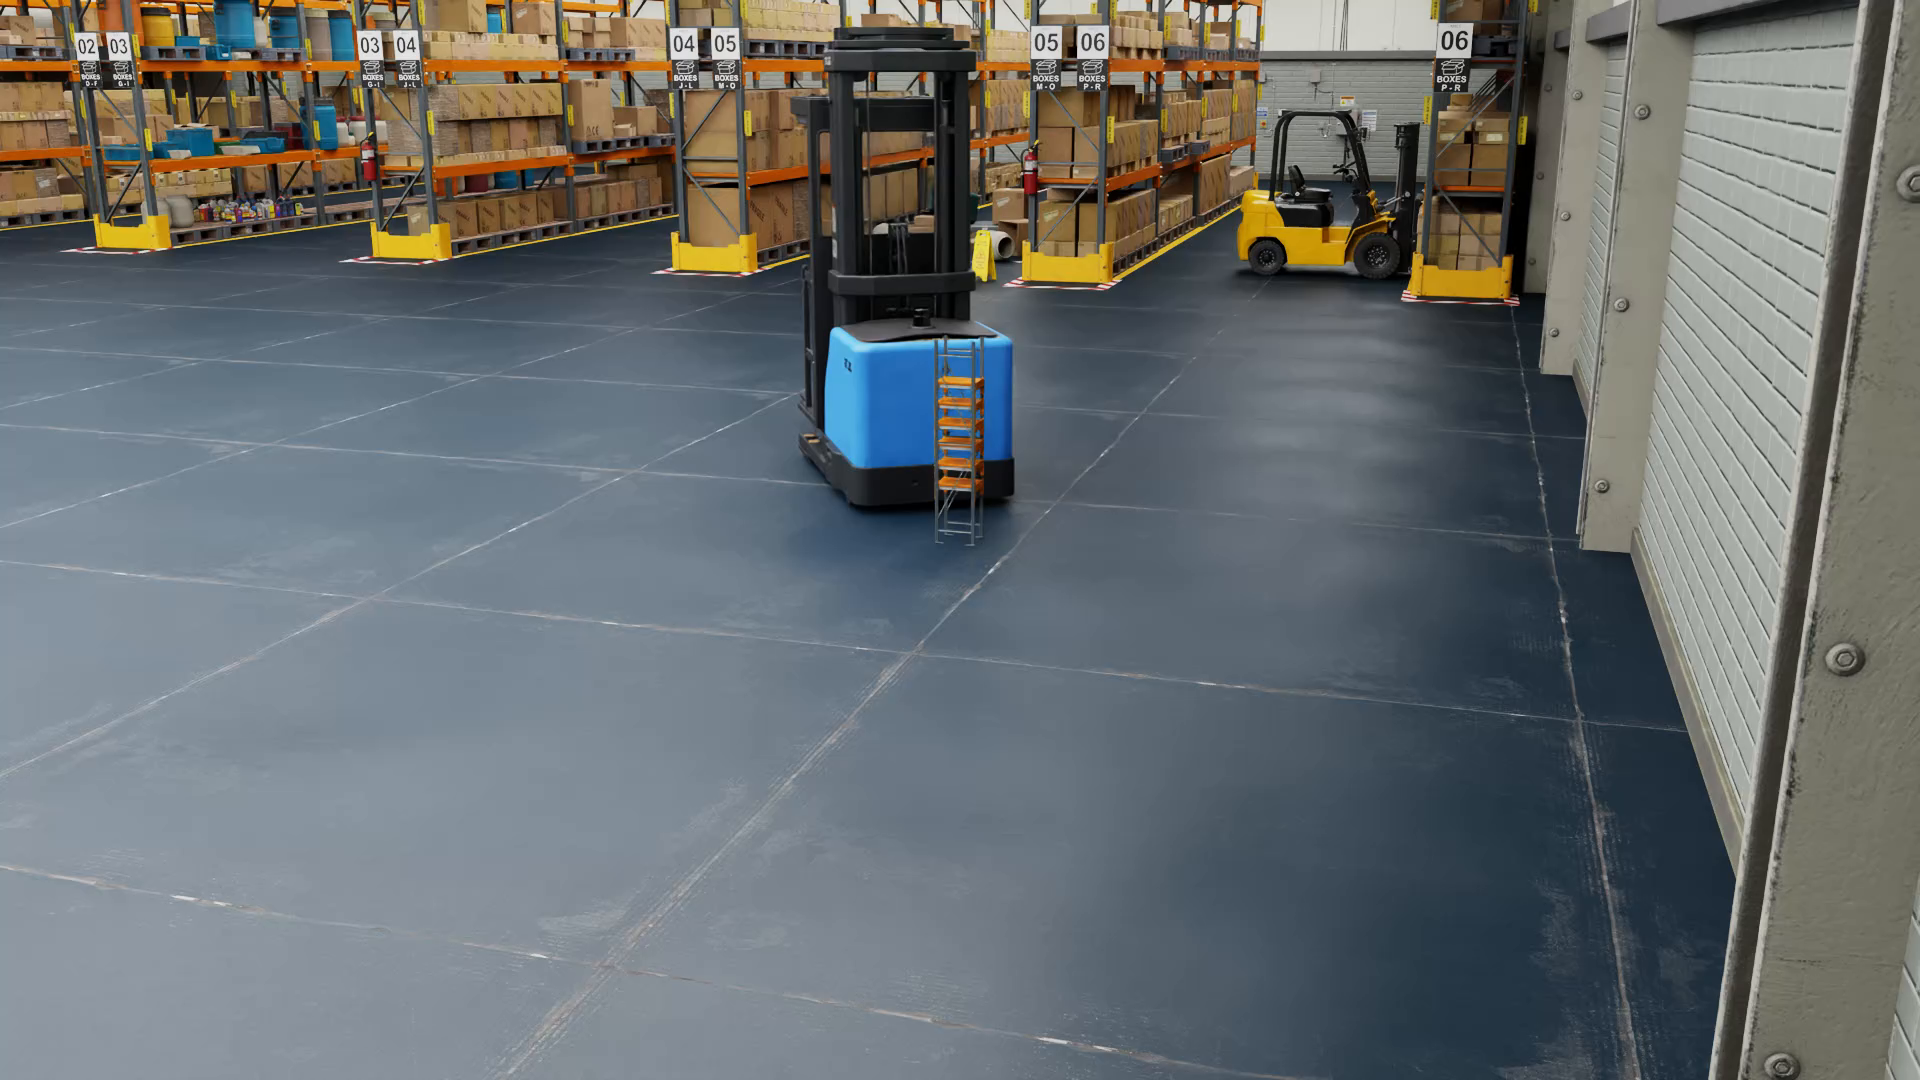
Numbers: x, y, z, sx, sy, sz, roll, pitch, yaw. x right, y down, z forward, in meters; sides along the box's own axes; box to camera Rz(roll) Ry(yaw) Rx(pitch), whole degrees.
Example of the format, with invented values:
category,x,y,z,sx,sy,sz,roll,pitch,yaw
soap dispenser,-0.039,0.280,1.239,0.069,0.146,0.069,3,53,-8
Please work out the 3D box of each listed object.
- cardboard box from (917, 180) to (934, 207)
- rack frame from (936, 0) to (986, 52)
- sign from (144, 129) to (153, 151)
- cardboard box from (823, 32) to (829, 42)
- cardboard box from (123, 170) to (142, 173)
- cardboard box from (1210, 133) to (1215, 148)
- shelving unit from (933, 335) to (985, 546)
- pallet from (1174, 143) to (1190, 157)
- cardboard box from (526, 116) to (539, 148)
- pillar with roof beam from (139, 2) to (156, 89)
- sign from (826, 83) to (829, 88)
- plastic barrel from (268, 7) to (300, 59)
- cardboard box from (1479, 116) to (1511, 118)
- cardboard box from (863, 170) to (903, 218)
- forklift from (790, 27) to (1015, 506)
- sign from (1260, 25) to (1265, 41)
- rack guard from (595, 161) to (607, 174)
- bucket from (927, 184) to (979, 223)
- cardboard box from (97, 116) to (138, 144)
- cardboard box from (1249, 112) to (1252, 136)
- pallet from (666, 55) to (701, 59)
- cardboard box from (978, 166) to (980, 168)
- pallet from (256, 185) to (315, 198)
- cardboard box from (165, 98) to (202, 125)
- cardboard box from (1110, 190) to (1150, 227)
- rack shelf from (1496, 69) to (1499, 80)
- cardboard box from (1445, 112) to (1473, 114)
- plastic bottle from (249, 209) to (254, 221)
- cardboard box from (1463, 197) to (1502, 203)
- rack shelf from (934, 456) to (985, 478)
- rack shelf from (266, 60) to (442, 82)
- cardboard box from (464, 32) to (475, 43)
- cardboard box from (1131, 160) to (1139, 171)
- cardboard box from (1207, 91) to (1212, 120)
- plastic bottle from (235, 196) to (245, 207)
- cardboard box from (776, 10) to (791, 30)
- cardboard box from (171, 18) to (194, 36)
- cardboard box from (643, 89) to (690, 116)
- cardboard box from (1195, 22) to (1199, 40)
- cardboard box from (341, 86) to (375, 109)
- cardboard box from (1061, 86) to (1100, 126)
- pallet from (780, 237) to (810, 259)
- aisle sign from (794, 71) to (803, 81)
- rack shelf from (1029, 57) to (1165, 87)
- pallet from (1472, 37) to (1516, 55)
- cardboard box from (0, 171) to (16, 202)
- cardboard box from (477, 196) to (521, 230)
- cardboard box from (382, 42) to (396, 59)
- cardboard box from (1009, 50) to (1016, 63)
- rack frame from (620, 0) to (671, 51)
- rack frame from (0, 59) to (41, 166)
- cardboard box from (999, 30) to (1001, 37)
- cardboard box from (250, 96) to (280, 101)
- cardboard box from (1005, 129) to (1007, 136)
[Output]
category,x,y,z,sx,sy,sz,roll,pitch,yaw
cardboard box,-0.667,-6.457,30.907,0.500,0.500,0.500,4,16,14
rack frame,0.024,-11.224,32.911,1.000,3.000,0.127,5,16,16
sign,-12.336,-6.083,25.273,0.100,0.325,0.005,5,16,16
cardboard box,-2.190,-7.564,25.010,0.380,0.149,0.250,5,17,17
cardboard box,-16.201,-7.101,32.609,0.500,0.311,0.500,4,16,15
cardboard box,4.326,-7.243,30.144,0.500,0.250,0.500,5,17,18
shelving unit,-0.004,-0.573,9.652,0.258,1.200,0.189,5,16,16
pallet,3.138,-6.321,26.969,1.003,0.211,1.213,5,16,16
cardboard box,-7.340,-6.607,26.896,0.875,0.500,0.500,5,16,16
pillar with roof beam,-15.453,-12.704,38.129,9.100,9.000,0.400,5,16,16
sign,-3.050,-10.421,38.517,0.100,0.325,0.005,5,16,16
plastic barrel,-11.789,-8.875,29.205,0.600,0.901,0.708,5,16,16
cardboard box,6.701,-5.232,20.860,0.380,0.149,0.250,5,17,16
cardboard box,-1.618,-6.030,28.946,1.050,0.750,0.750,5,17,17
forklift,-0.532,-1.980,11.439,1.130,2.935,3.031,-4,16,-15
sign,6.451,-10.813,35.479,0.100,0.325,0.005,5,16,16
rack guard,-8.321,-8.985,40.590,1.175,0.500,0.348,5,16,16
bucket,-0.078,-5.187,25.834,0.726,0.611,0.620,11,9,35
cardboard box,-16.090,-7.811,31.688,0.500,0.500,0.500,6,17,20
cardboard box,5.895,-8.799,35.170,0.500,0.500,0.500,4,16,15
pallet,-5.708,-9.228,31.715,1.213,0.211,1.003,5,17,18
cardboard box,0.351,-7.972,35.802,0.380,0.149,0.250,5,16,16
pallet,-14.740,-7.641,36.382,1.003,0.211,1.213,5,16,16
cardboard box,-18.781,-10.187,39.697,0.980,0.700,0.700,5,17,17
cardboard box,2.471,-4.819,24.218,0.500,0.500,0.500,5,17,17
rack shelf,10.127,-9.217,32.650,1.077,0.370,4.000,5,16,16
cardboard box,6.858,-5.804,22.878,0.380,0.149,0.250,4,16,15
plastic bottle,-11.894,-5.451,27.874,0.097,0.201,0.097,0,16,0
cardboard box,7.201,-4.587,22.940,0.500,0.250,0.500,4,16,15
rack shelf,-0.004,-0.415,9.697,0.258,0.103,0.180,5,16,16
rack shelf,-11.157,-8.661,30.688,1.077,0.370,4.000,5,16,16
cardboard box,-7.475,-7.492,24.792,0.380,0.149,0.250,5,16,16
cardboard box,2.300,-5.259,23.332,0.380,0.149,0.250,5,17,16
cardboard box,4.168,-7.704,29.479,0.500,0.500,0.500,5,16,16
plastic bottle,-12.406,-5.749,28.651,0.144,0.351,0.185,4,16,14
cardboard box,-2.717,-7.334,23.470,0.500,0.250,0.500,4,16,15
cardboard box,-18.479,-12.048,39.261,0.500,0.500,0.500,4,16,15
cardboard box,-5.616,-8.424,32.009,0.797,0.503,0.637,5,17,18
cardboard box,4.270,-9.466,31.256,0.500,0.500,0.500,4,16,15
cardboard box,-13.796,-10.149,38.099,0.500,0.500,0.500,5,17,17
cardboard box,1.475,-5.796,22.206,0.700,0.500,0.500,5,17,16
pallet,-2.886,-4.391,24.923,1.003,0.211,1.213,5,16,16
aisle sign,-3.833,-11.089,38.662,0.394,0.787,0.004,5,16,16
rack shelf,1.957,-6.462,22.935,1.077,0.370,4.000,5,16,16
pallet,6.719,-6.361,21.424,1.003,0.211,1.213,5,16,16
cardboard box,-16.816,-6.134,28.855,0.500,0.500,0.500,5,16,16
cardboard box,-7.385,-5.235,26.601,0.500,0.500,0.500,3,16,11
cardboard box,-8.220,-7.127,24.236,0.500,0.250,0.500,5,17,17
cardboard box,0.861,-10.213,35.117,0.500,0.250,0.500,5,17,18
rack frame,-5.840,-10.589,30.671,1.000,3.000,0.127,5,16,16
rack frame,-20.087,-8.855,35.552,1.000,3.000,0.127,5,16,16
cardboard box,0.636,-10.471,34.381,0.380,0.149,0.250,4,16,14
cardboard box,-17.949,-10.958,42.417,0.980,0.700,0.700,5,17,18
cardboard box,0.777,-8.688,35.424,0.380,0.149,0.250,5,17,18
